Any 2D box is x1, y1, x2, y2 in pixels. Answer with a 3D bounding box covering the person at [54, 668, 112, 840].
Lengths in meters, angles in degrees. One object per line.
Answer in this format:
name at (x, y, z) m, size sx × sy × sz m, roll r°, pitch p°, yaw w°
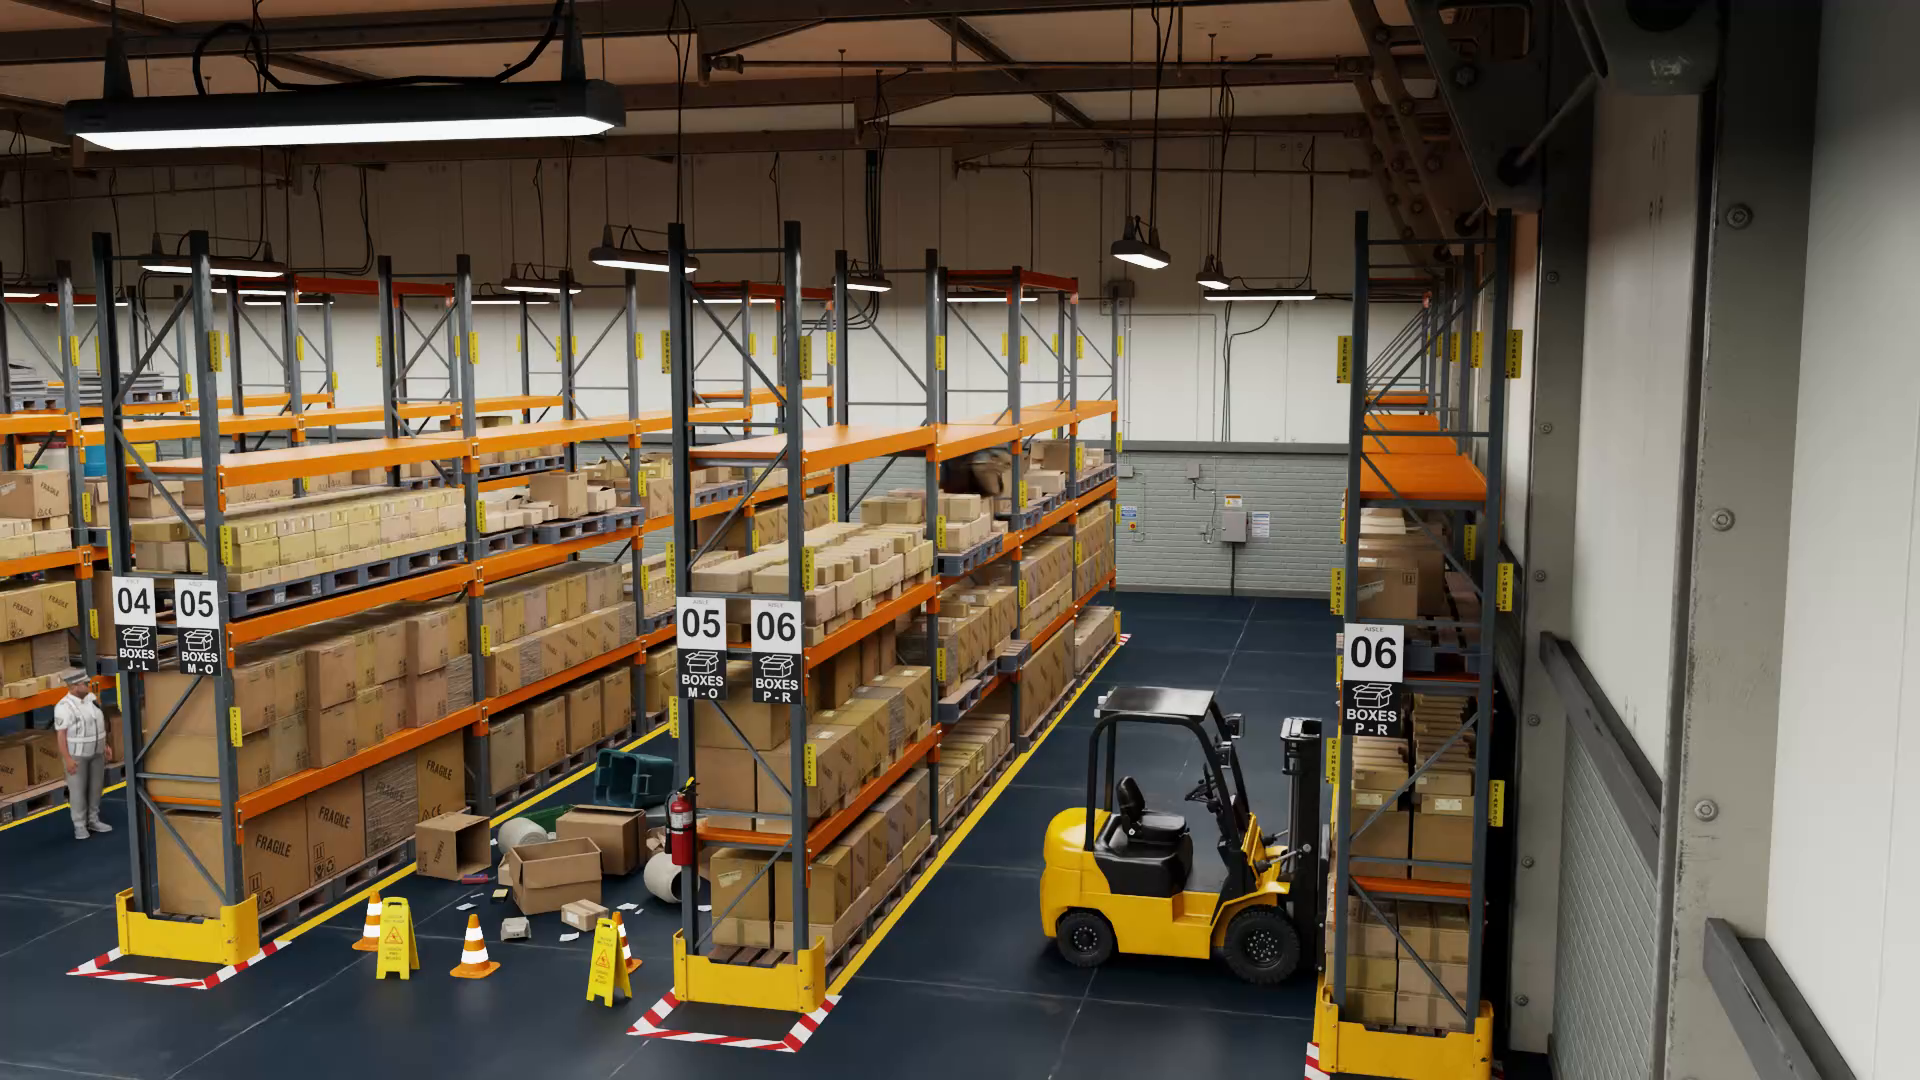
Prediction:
person at (-9.083, 2.196, 17.231) m, size 0.413 × 1.772 × 0.595 m, roll 3°, pitch 8°, yaw 25°
